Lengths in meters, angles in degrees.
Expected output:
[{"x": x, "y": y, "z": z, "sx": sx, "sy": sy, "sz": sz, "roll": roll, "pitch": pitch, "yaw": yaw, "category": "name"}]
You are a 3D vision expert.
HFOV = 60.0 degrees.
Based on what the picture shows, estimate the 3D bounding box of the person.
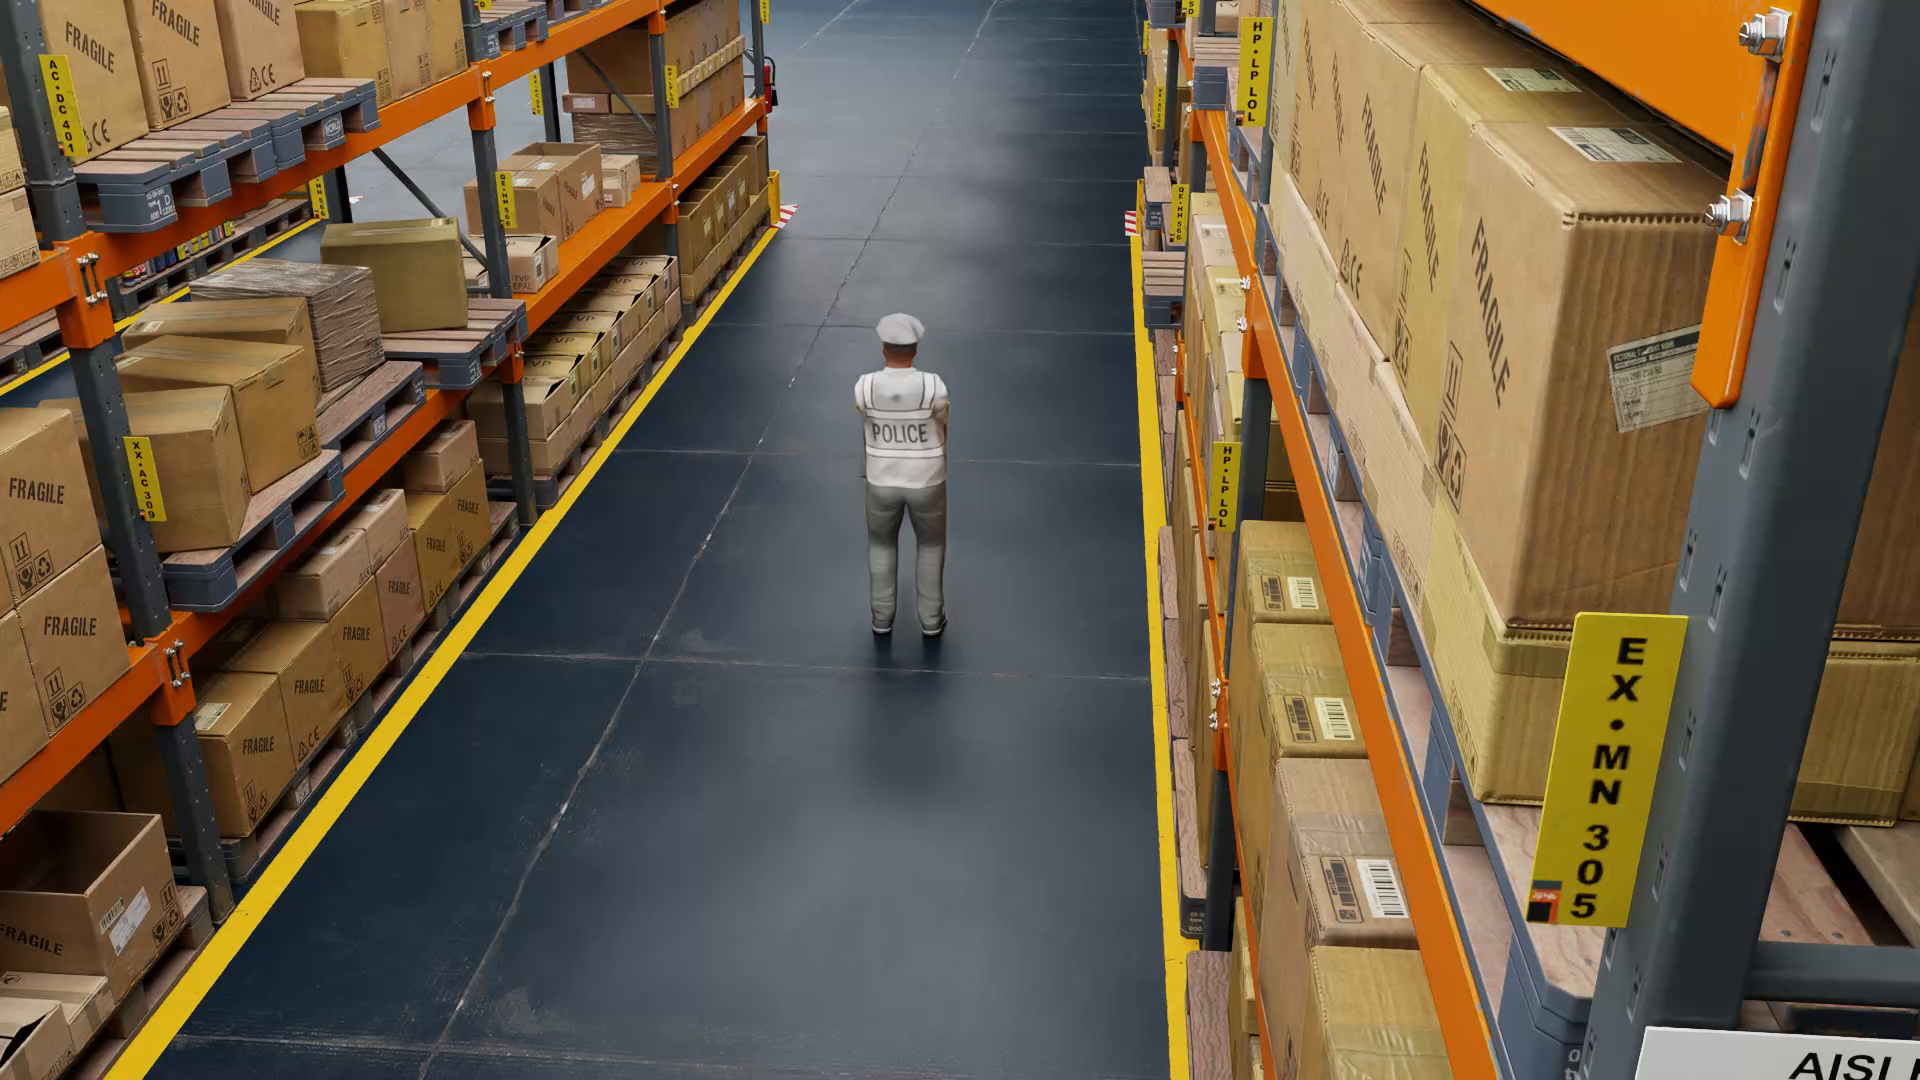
[{"x": -0.306, "y": -0.315, "z": 8.792, "sx": 0.603, "sy": 1.747, "sz": 0.445, "roll": 0, "pitch": 24, "yaw": 1, "category": "person"}]
